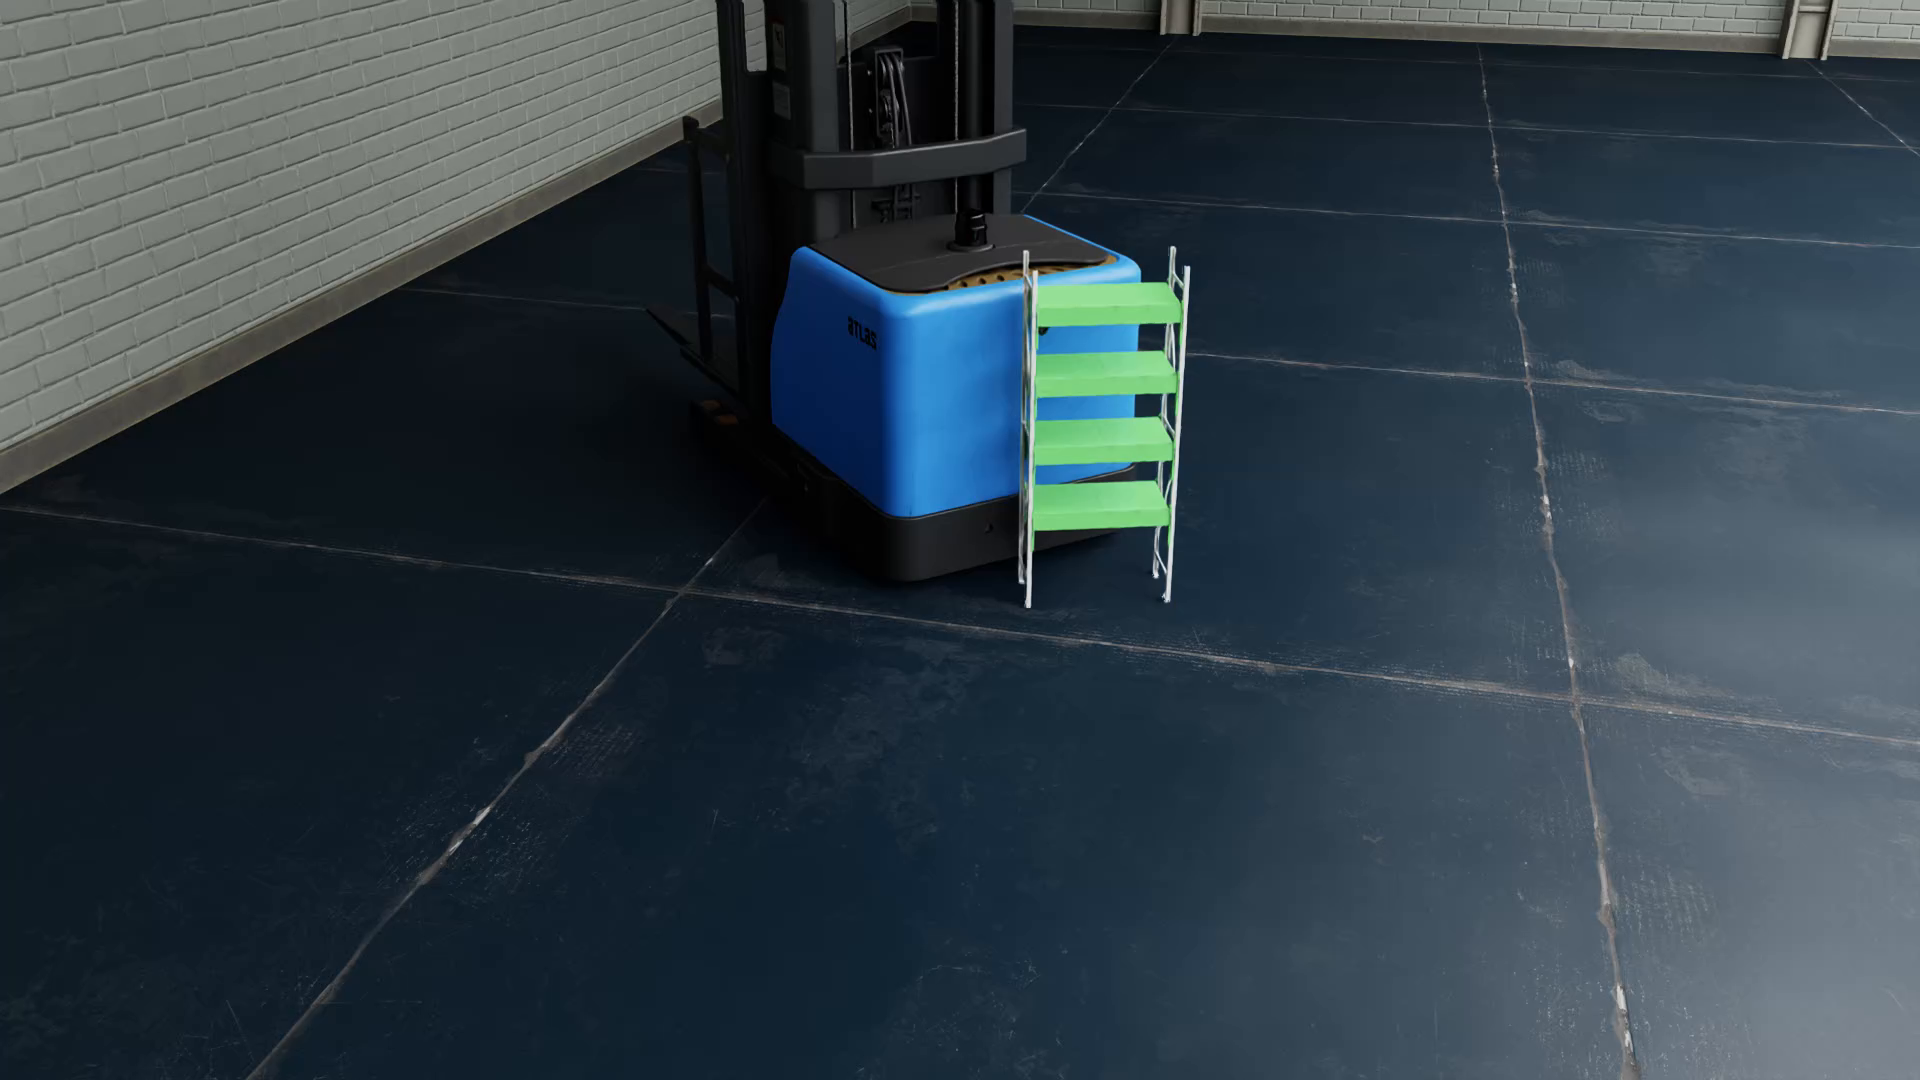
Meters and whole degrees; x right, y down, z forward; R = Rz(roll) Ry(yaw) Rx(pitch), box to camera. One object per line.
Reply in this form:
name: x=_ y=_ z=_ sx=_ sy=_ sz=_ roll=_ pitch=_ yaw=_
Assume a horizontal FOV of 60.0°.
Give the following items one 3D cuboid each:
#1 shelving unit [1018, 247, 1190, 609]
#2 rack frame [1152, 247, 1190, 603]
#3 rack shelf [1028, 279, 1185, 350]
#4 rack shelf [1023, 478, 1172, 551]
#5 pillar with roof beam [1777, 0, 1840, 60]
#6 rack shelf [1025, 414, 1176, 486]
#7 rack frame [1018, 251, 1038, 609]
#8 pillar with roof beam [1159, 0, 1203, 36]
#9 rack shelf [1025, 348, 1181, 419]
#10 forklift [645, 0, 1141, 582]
shelving unit: x=0.469 y=-0.365 z=5.622 sx=0.503 sy=1.200 sz=0.258 roll=-2 pitch=26 yaw=-5
rack frame: x=0.712 y=-0.375 z=5.642 sx=0.015 sy=1.200 sz=0.240 roll=-2 pitch=26 yaw=-5
rack shelf: x=0.469 y=-0.741 z=5.443 sx=0.480 sy=0.148 sz=0.258 roll=-2 pitch=26 yaw=-5
rack shelf: x=0.469 y=-0.091 z=5.752 sx=0.480 sy=0.148 sz=0.258 roll=-2 pitch=26 yaw=-5
pillar with roof beam: x=7.044 y=-6.935 z=10.348 sx=0.400 sy=9.000 sz=9.100 roll=6 pitch=26 yaw=13
rack shelf: x=0.469 y=-0.308 z=5.649 sx=0.480 sy=0.148 sz=0.258 roll=-2 pitch=26 yaw=-5
rack frame: x=0.226 y=-0.356 z=5.601 sx=0.015 sy=1.200 sz=0.240 roll=-2 pitch=26 yaw=-5
pillar with roof beam: x=1.233 y=-7.577 z=11.697 sx=0.400 sy=9.000 sz=9.100 roll=6 pitch=26 yaw=13
rack shelf: x=0.469 y=-0.524 z=5.546 sx=0.480 sy=0.148 sz=0.258 roll=-2 pitch=26 yaw=-5
forklift: x=-0.508 y=-1.774 z=6.567 sx=1.130 sy=2.935 sz=3.031 roll=-14 pitch=29 yaw=-26
